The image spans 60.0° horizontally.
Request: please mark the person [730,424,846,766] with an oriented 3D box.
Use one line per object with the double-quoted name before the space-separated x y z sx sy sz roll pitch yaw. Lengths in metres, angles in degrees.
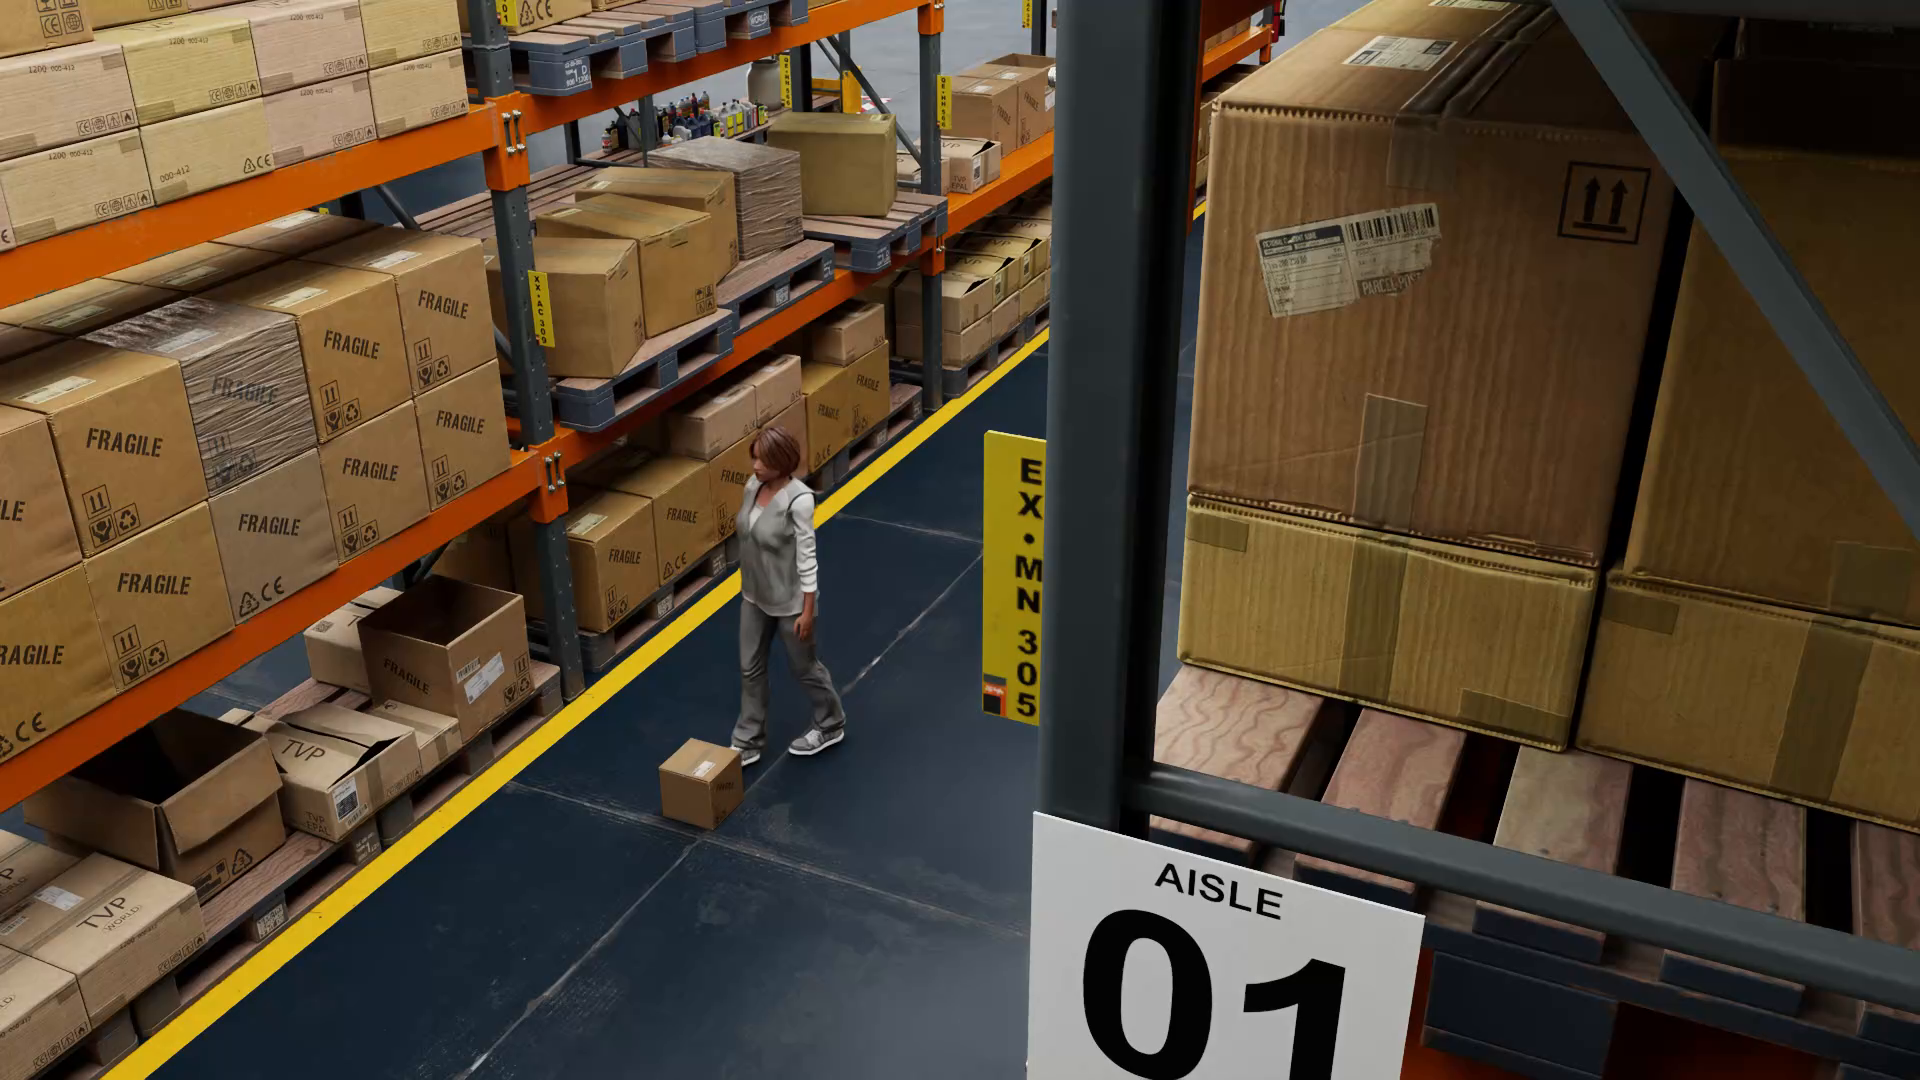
"person" -0.801 0.268 7.077 0.420 1.591 0.644 23 35 38
